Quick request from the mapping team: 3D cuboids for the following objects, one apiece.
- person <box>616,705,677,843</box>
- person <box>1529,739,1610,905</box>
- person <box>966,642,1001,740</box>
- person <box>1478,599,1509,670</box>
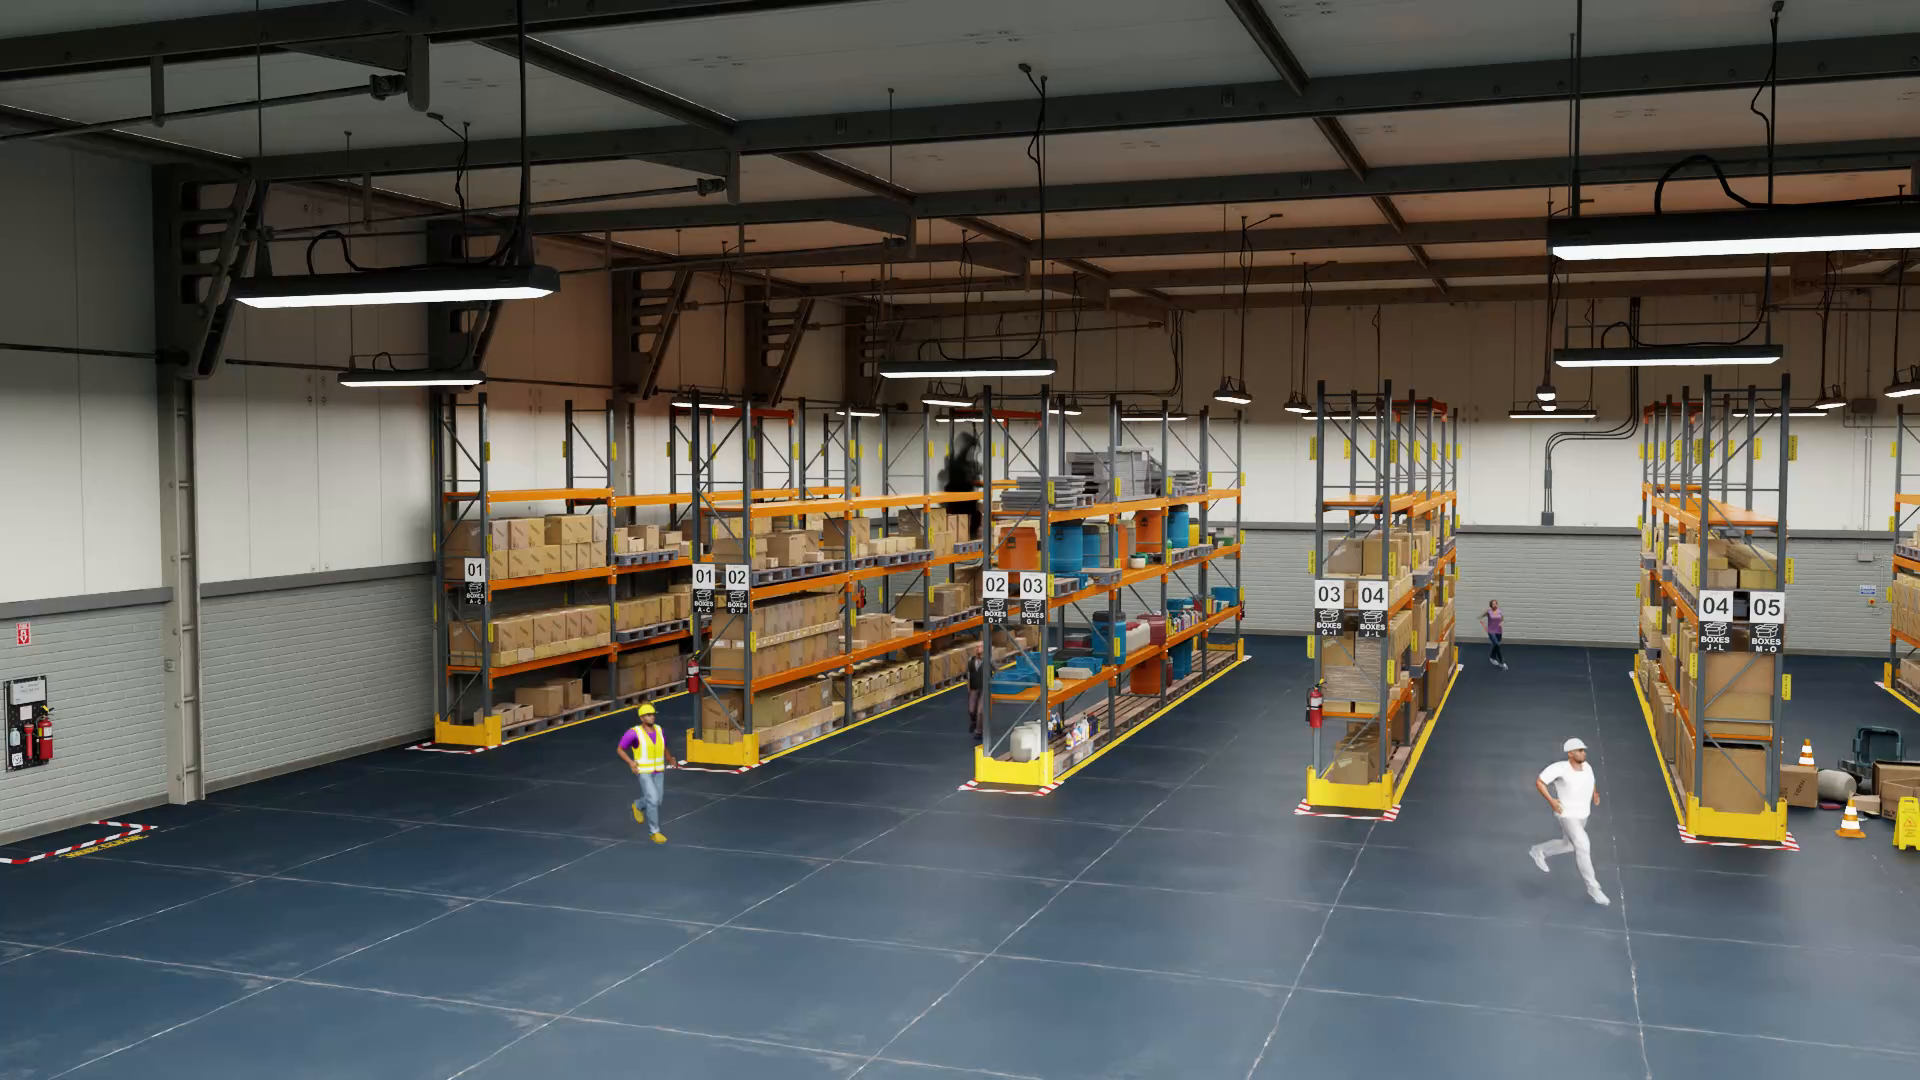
[{"bbox_3d":[-4.061,2.997,21.516,0.815,1.749,0.700,3,4,44],"label":"person"},{"bbox_3d":[6.943,3.122,18.864,0.664,1.775,1.151,-2,4,-35],"label":"person"},{"bbox_3d":[0.353,2.628,29.021,0.661,1.676,0.515,1,3,20],"label":"person"},{"bbox_3d":[12.267,2.150,38.214,0.549,1.582,0.853,-1,3,-11],"label":"person"}]
